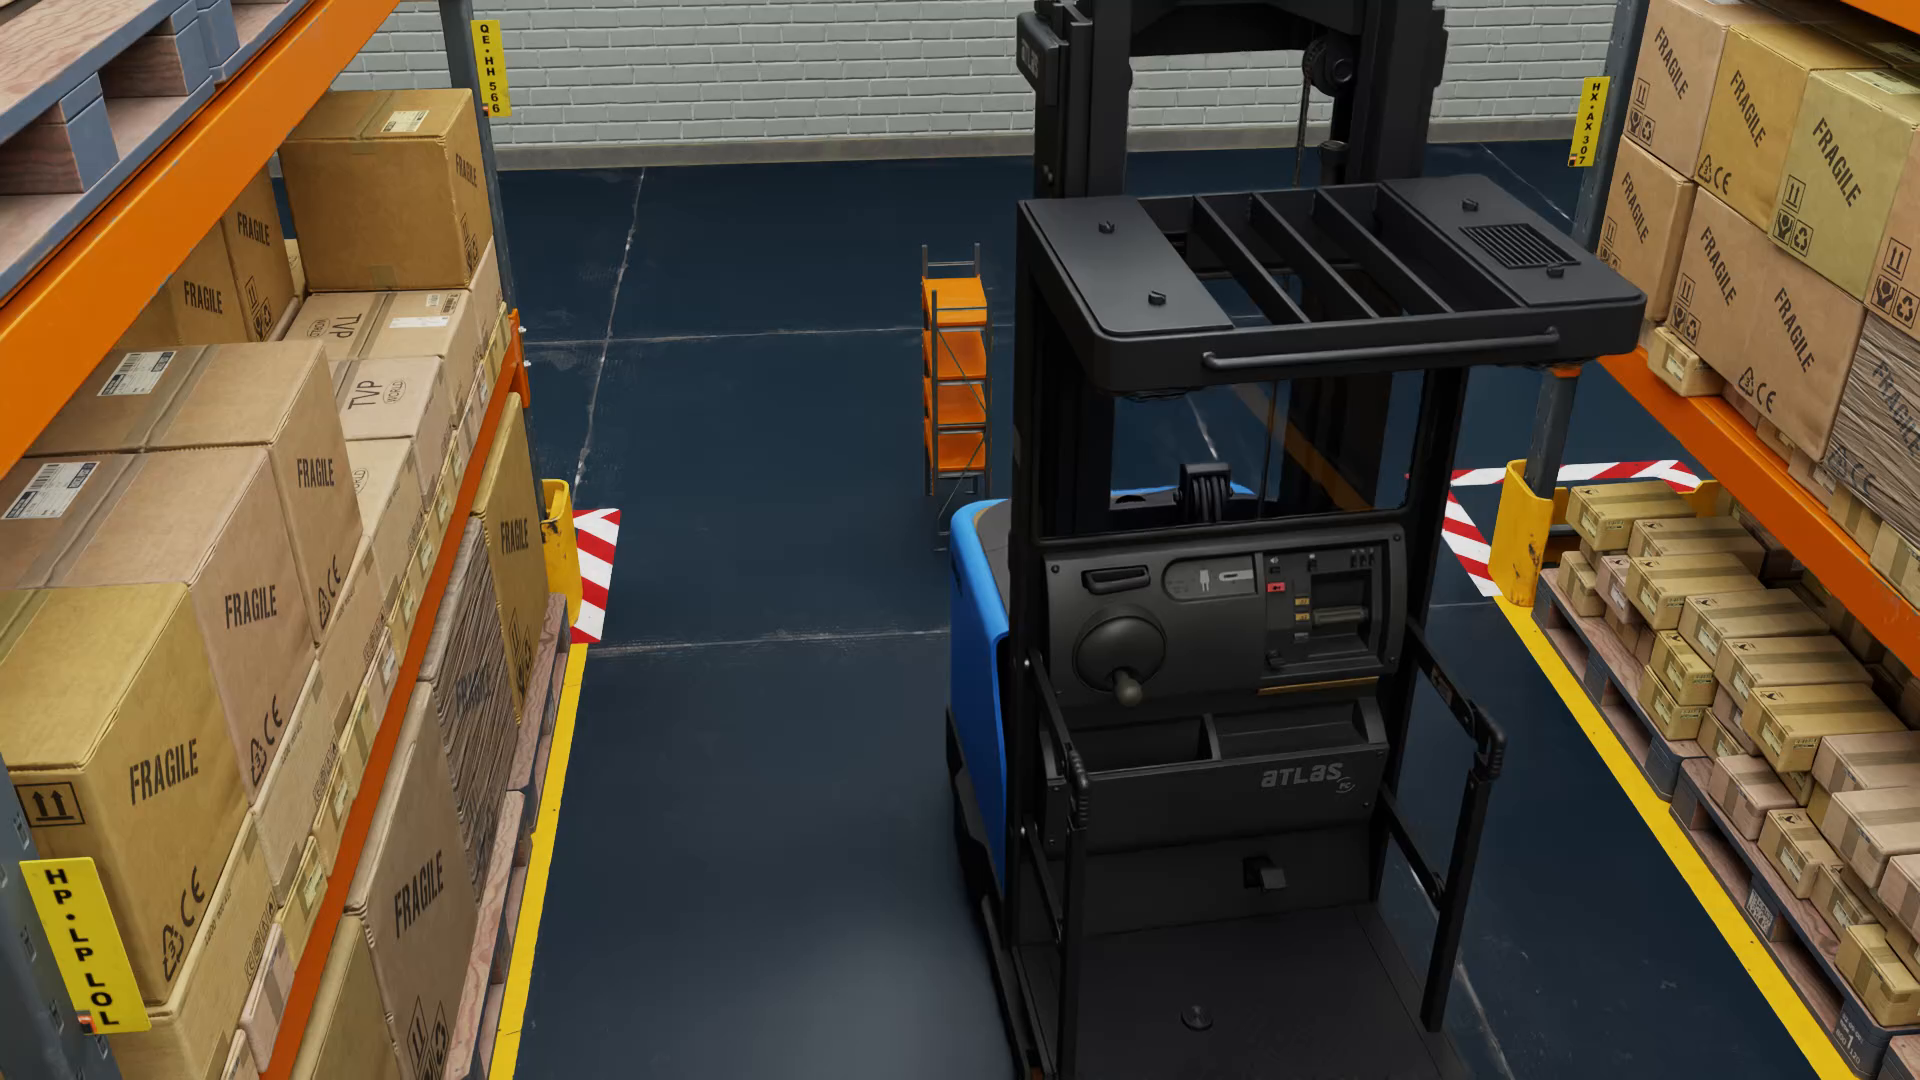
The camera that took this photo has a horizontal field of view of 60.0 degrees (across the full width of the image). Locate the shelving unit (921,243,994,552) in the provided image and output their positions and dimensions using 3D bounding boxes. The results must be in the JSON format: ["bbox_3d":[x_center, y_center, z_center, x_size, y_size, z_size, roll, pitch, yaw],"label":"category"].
[{"bbox_3d":[-0.015,-0.600,7.084,0.258,1.200,0.503,-3,31,-5],"label":"shelving unit"}]

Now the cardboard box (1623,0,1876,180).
[{"bbox_3d":[2.593,-1.522,5.510,0.500,0.500,0.500,-3,31,-5],"label":"cardboard box"}]

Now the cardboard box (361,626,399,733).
[{"bbox_3d":[-1.577,0.343,3.995,0.380,0.149,0.250,-2,31,-4],"label":"cardboard box"}]

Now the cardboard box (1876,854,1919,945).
[{"bbox_3d":[2.739,0.972,4.488,0.380,0.149,0.250,-4,31,-7],"label":"cardboard box"}]

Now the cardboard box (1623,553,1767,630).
[{"bbox_3d":[2.567,0.178,5.818,0.380,0.149,0.250,-3,31,-5],"label":"cardboard box"}]

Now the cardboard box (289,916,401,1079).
[{"bbox_3d":[-1.741,1.455,3.551,0.875,0.875,0.875,-3,31,-5],"label":"cardboard box"}]

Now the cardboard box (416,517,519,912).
[{"bbox_3d":[-1.908,0.542,5.081,0.875,0.875,0.875,-3,31,-5],"label":"cardboard box"}]

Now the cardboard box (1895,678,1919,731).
[{"bbox_3d":[3.190,0.549,5.196,0.380,0.149,0.250,-4,31,-6],"label":"cardboard box"}]

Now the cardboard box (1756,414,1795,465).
[{"bbox_3d":[2.718,-0.342,5.142,0.380,0.149,0.250,-3,31,-5],"label":"cardboard box"}]

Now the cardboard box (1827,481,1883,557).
[{"bbox_3d":[2.716,-0.081,4.705,0.380,0.149,0.250,-2,31,-3],"label":"cardboard box"}]

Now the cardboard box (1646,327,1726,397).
[{"bbox_3d":[2.556,-0.607,5.586,0.380,0.149,0.250,-4,31,-6],"label":"cardboard box"}]

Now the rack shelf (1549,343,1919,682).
[{"bbox_3d":[3.002,0.166,4.748,1.077,0.370,4.000,-3,31,-5],"label":"rack shelf"}]

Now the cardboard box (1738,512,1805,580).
[{"bbox_3d":[3.083,0.013,6.093,0.380,0.149,0.250,-2,31,-4],"label":"cardboard box"}]

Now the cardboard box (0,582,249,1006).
[{"bbox_3d":[-1.549,0.422,2.743,0.500,0.500,0.500,-3,31,-5],"label":"cardboard box"}]

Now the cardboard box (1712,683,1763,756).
[{"bbox_3d":[2.724,0.562,5.464,0.380,0.149,0.250,-4,31,-7],"label":"cardboard box"}]

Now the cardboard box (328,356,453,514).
[{"bbox_3d":[-1.728,-0.288,4.663,0.500,0.250,0.500,-4,31,-6],"label":"cardboard box"}]

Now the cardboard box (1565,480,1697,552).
[{"bbox_3d":[2.526,-0.092,6.269,0.380,0.149,0.250,-4,31,-7],"label":"cardboard box"}]

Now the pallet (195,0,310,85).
[{"bbox_3d":[-1.936,-1.225,3.537,1.003,0.211,1.213,-3,31,-5],"label":"pallet"}]

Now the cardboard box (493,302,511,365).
[{"bbox_3d":[-1.771,-0.704,5.748,0.380,0.149,0.250,-2,31,-4],"label":"cardboard box"}]

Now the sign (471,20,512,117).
[{"bbox_3d":[-1.591,-1.596,5.636,0.100,0.325,0.005,-3,31,-5],"label":"sign"}]

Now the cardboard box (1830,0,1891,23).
[{"bbox_3d":[3.106,-1.542,5.544,0.500,0.500,0.500,-3,31,-6],"label":"cardboard box"}]

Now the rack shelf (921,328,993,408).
[{"bbox_3d":[-0.015,-0.734,7.004,0.258,0.148,0.480,-3,31,-5],"label":"rack shelf"}]

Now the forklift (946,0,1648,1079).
[{"bbox_3d":[0.710,0.243,3.986,1.130,2.935,3.031,-5,31,-8],"label":"forklift"}]

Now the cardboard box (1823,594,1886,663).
[{"bbox_3d":[3.195,0.275,5.655,0.380,0.149,0.250,-4,31,-7],"label":"cardboard box"}]

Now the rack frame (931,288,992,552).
[{"bbox_3d":[0.007,-0.475,6.875,0.240,1.200,0.015,-3,31,-5],"label":"rack frame"}]

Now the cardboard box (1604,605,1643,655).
[{"bbox_3d":[2.652,0.292,6.206,0.380,0.149,0.250,-3,31,-5],"label":"cardboard box"}]

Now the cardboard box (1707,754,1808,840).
[{"bbox_3d":[2.652,0.812,5.337,0.380,0.149,0.250,-4,31,-7],"label":"cardboard box"}]

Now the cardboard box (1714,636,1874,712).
[{"bbox_3d":[2.690,0.443,5.374,0.380,0.149,0.250,-2,31,-3],"label":"cardboard box"}]

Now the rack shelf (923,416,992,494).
[{"bbox_3d":[-0.015,-0.371,7.220,0.258,0.148,0.480,-3,31,-5],"label":"rack shelf"}]

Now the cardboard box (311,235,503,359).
[{"bbox_3d":[-1.823,-0.806,5.531,0.500,0.250,0.500,-3,31,-5],"label":"cardboard box"}]

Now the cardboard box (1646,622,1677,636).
[{"bbox_3d":[2.689,0.295,5.911,0.380,0.149,0.250,-2,31,-4],"label":"cardboard box"}]

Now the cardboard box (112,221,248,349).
[{"bbox_3d":[-2.255,-0.586,4.430,0.500,0.500,0.500,-4,31,-6],"label":"cardboard box"}]

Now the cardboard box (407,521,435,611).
[{"bbox_3d":[-1.629,0.076,4.442,0.380,0.149,0.250,-2,31,-4],"label":"cardboard box"}]

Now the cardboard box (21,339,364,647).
[{"bbox_3d":[-1.640,-0.095,3.609,0.500,0.500,0.500,-4,31,-6],"label":"cardboard box"}]

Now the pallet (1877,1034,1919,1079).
[{"bbox_3d":[3.091,1.734,4.141,1.003,0.211,1.213,-3,31,-5],"label":"pallet"}]

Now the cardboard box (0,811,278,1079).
[{"bbox_3d":[-1.542,0.749,2.928,0.500,0.250,0.500,-3,31,-5],"label":"cardboard box"}]

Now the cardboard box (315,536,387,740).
[{"bbox_3d":[-1.637,0.230,3.796,0.500,0.250,0.500,-2,31,-3],"label":"cardboard box"}]

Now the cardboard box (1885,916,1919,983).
[{"bbox_3d":[2.794,1.113,4.542,0.380,0.149,0.250,-2,31,-3],"label":"cardboard box"}]

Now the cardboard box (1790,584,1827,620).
[{"bbox_3d":[3.199,0.273,5.948,0.380,0.149,0.250,-4,31,-7],"label":"cardboard box"}]

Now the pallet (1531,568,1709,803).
[{"bbox_3d":[2.863,0.488,6.226,1.003,0.211,1.213,-3,31,-5],"label":"pallet"}]

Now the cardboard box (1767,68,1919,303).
[{"bbox_3d":[2.673,-0.998,4.633,0.500,0.500,0.500,-3,31,-6],"label":"cardboard box"}]

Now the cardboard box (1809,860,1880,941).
[{"bbox_3d":[2.759,1.073,4.899,0.380,0.149,0.250,-2,31,-4],"label":"cardboard box"}]

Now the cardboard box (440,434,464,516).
[{"bbox_3d":[-1.674,-0.183,4.876,0.380,0.149,0.250,-3,31,-6],"label":"cardboard box"}]

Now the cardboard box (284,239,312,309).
[{"bbox_3d":[-2.356,-0.783,5.492,0.500,0.250,0.500,-4,31,-6],"label":"cardboard box"}]

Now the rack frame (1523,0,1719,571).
[{"bbox_3d":[2.815,-1.164,6.273,1.000,3.000,0.127,-3,31,-5],"label":"rack frame"}]

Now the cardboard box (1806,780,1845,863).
[{"bbox_3d":[2.806,0.837,5.004,0.380,0.149,0.250,-1,31,-2],"label":"cardboard box"}]

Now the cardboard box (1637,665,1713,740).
[{"bbox_3d":[2.596,0.554,5.767,0.380,0.149,0.250,-2,31,-4],"label":"cardboard box"}]

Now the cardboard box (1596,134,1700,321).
[{"bbox_3d":[2.582,-1.092,5.766,0.500,0.500,0.500,-1,31,-2],"label":"cardboard box"}]

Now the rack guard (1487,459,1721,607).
[{"bbox_3d":[2.822,-0.052,6.850,1.175,0.500,0.348,-3,31,-5],"label":"rack guard"}]

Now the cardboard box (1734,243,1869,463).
[{"bbox_3d":[2.691,-0.569,4.890,0.500,0.500,0.500,-2,31,-4],"label":"cardboard box"}]

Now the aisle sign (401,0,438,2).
[{"bbox_3d":[-1.840,-2.145,5.381,0.394,0.787,0.004,-3,31,-5],"label":"aisle sign"}]

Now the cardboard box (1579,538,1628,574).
[{"bbox_3d":[2.609,0.032,6.352,0.380,0.149,0.250,-2,31,-3],"label":"cardboard box"}]

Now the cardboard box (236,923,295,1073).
[{"bbox_3d":[-1.480,0.871,3.111,0.380,0.149,0.250,-4,31,-6],"label":"cardboard box"}]

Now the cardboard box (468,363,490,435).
[{"bbox_3d":[-1.723,-0.443,5.311,0.380,0.149,0.250,-3,31,-4],"label":"cardboard box"}]

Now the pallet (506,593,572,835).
[{"bbox_3d":[-1.980,0.624,6.000,1.003,0.211,1.213,-3,31,-5],"label":"pallet"}]

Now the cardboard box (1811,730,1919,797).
[{"bbox_3d":[2.787,0.703,4.939,0.380,0.149,0.250,-3,31,-4],"label":"cardboard box"}]

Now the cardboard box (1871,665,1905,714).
[{"bbox_3d":[3.260,0.537,5.507,0.380,0.149,0.250,-2,31,-4],"label":"cardboard box"}]

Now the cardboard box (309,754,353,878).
[{"bbox_3d":[-1.531,0.602,3.561,0.380,0.149,0.250,-4,31,-6],"label":"cardboard box"}]
